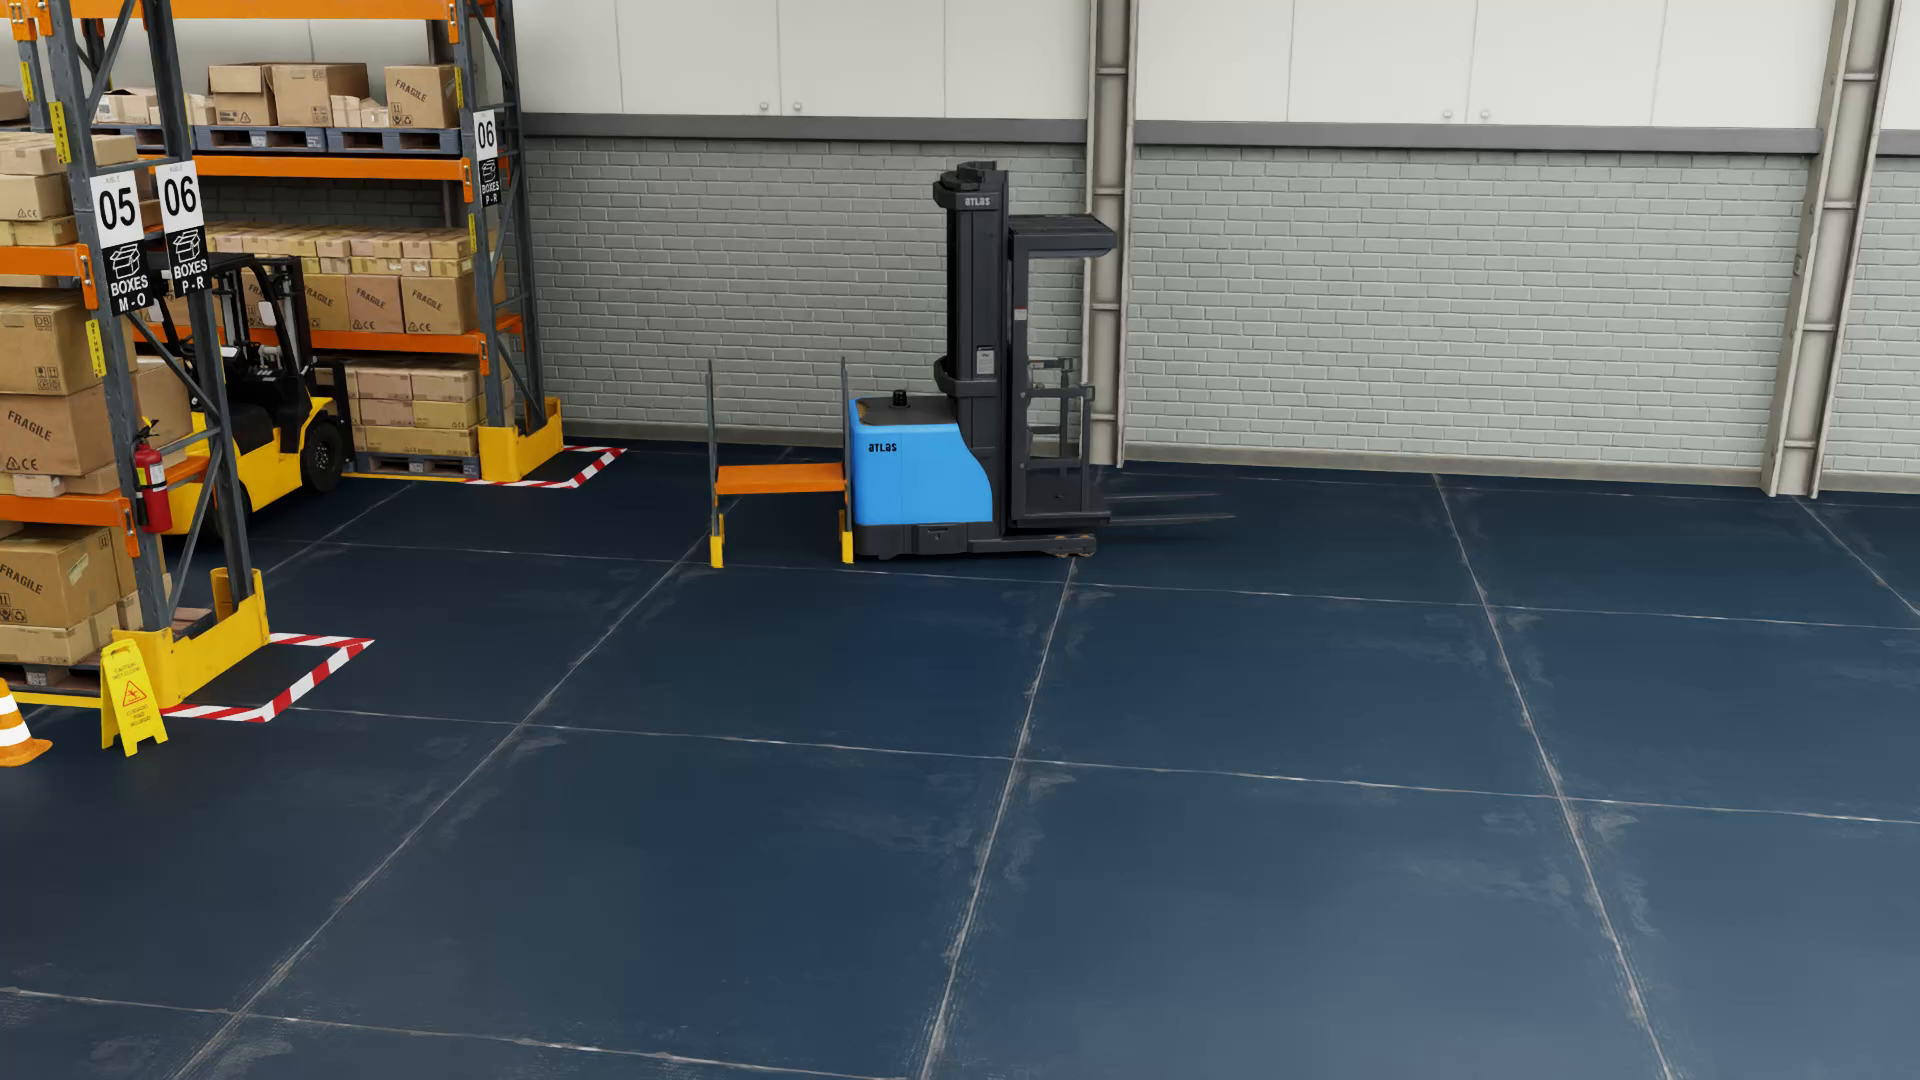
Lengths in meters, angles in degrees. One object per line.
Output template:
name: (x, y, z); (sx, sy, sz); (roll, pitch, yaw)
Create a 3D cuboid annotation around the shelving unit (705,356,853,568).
shelving unit: (-1.388, -0.608, 12.756); (1.083, 1.500, 0.587); (-2, 19, -6)

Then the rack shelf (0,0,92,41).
rack shelf: (-9.985, -4.743, 15.061); (4.000, 0.370, 1.077); (3, 19, 9)

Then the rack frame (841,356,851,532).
rack frame: (-0.874, -0.626, 12.809); (0.032, 1.500, 0.500); (-2, 19, -6)

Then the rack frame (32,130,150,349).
rack frame: (-8.010, -2.328, 15.534); (0.127, 3.000, 1.000); (3, 19, 9)

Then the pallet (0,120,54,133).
pallet: (-8.883, -3.700, 15.209); (1.217, 0.209, 0.805); (2, 19, 6)

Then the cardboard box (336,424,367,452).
cardboard box: (-5.557, -1.003, 15.244); (0.500, 0.250, 0.500); (3, 19, 9)

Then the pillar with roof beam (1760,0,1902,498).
pillar with roof beam: (6.560, -3.337, 9.093); (0.400, 9.000, 9.100); (3, 19, 9)

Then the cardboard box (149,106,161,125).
cardboard box: (-6.856, -3.722, 14.548); (0.250, 0.149, 0.380); (3, 19, 10)

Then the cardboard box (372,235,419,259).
cardboard box: (-4.959, -2.582, 14.645); (0.250, 0.149, 0.380); (3, 19, 10)

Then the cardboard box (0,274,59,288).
cardboard box: (-8.535, -2.439, 15.313); (0.500, 0.250, 0.500); (3, 19, 7)

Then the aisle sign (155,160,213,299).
aisle sign: (-4.734, -1.898, 10.153); (0.004, 0.787, 0.394); (3, 19, 9)

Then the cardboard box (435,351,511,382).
cardboard box: (-4.505, -1.580, 15.393); (0.500, 0.250, 0.500); (3, 19, 8)

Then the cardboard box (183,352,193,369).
cardboard box: (-7.079, -1.546, 15.292); (0.500, 0.250, 0.500); (3, 19, 9)

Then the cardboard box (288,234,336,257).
cardboard box: (-5.724, -2.608, 14.721); (0.250, 0.149, 0.380); (3, 19, 10)

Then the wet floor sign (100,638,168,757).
wet floor sign: (-4.826, 0.890, 9.627); (0.232, 0.644, 0.267); (10, 21, 27)

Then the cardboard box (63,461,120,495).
cardboard box: (-5.248, -0.404, 10.180); (0.250, 0.149, 0.380); (4, 19, 10)

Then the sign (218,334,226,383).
sign: (-4.758, -1.152, 10.655); (0.005, 0.325, 0.100); (3, 19, 9)

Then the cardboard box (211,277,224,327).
cardboard box: (-6.596, -2.225, 15.069); (0.500, 0.500, 0.500); (3, 19, 8)

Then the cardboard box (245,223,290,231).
cardboard box: (-6.388, -2.828, 15.380); (0.250, 0.149, 0.380); (3, 19, 8)

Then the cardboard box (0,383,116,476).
cardboard box: (-5.424, -0.701, 10.045); (0.500, 0.500, 0.500); (3, 19, 8)

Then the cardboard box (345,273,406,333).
cardboard box: (-5.099, -2.146, 14.831); (0.500, 0.500, 0.500); (4, 19, 10)

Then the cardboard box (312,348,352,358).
cardboard box: (-5.996, -1.660, 15.633); (0.500, 0.250, 0.500); (3, 19, 8)

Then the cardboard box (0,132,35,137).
cardboard box: (-5.887, -2.410, 10.192); (0.250, 0.149, 0.380); (3, 19, 8)

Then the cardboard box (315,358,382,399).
cardboard box: (-5.570, -1.468, 15.059); (0.500, 0.250, 0.500); (3, 19, 9)

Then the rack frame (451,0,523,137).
rack frame: (-4.061, -4.972, 13.980); (0.127, 3.000, 1.000); (3, 19, 9)

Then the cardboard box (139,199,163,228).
cardboard box: (-5.120, -1.993, 10.202); (0.250, 0.149, 0.380); (3, 19, 9)

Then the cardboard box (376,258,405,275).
cardboard box: (-4.951, -2.447, 14.710); (0.250, 0.149, 0.380); (3, 19, 10)

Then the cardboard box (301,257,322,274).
cardboard box: (-5.718, -2.468, 14.773); (0.250, 0.149, 0.380); (3, 19, 9)

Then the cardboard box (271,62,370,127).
cardboard box: (-5.532, -3.872, 14.444); (0.500, 0.500, 0.700); (3, 19, 9)

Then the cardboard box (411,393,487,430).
cardboard box: (-4.591, -1.186, 15.003); (0.500, 0.250, 0.500); (3, 19, 8)

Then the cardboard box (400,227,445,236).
cardboard box: (-4.874, -2.739, 15.114); (0.250, 0.149, 0.380); (3, 19, 10)

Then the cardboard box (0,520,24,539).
cardboard box: (-6.050, -0.086, 10.301); (0.250, 0.149, 0.380); (3, 19, 10)

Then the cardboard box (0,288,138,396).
cardboard box: (-5.383, -1.192, 9.935); (0.500, 0.500, 0.700); (2, 19, 7)

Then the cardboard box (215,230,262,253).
cardboard box: (-6.458, -2.675, 14.923); (0.250, 0.149, 0.380); (3, 19, 8)

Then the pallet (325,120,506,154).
pallet: (-4.755, -3.551, 14.601); (1.213, 0.211, 1.003); (3, 19, 9)

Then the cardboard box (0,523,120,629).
cardboard box: (-5.677, 0.219, 10.411); (0.500, 0.500, 0.500); (3, 19, 9)

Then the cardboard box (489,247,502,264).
cardboard box: (-4.354, -2.580, 15.108); (0.250, 0.149, 0.380); (2, 19, 7)

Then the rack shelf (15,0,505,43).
rack shelf: (-6.035, -4.542, 14.459); (4.000, 0.370, 1.077); (3, 19, 9)

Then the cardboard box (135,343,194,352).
cardboard box: (-7.494, -1.733, 15.852); (0.500, 0.250, 0.500); (3, 19, 10)

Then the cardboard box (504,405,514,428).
cardboard box: (-4.515, -1.108, 15.559); (0.500, 0.250, 0.500); (3, 19, 9)

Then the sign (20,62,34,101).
sign: (-8.087, -3.975, 14.417); (0.005, 0.325, 0.100); (3, 19, 9)

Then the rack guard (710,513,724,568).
rack guard: (-1.883, 0.002, 12.903); (0.087, 0.250, 0.587); (-2, 19, -6)

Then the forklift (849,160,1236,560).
forklift: (0.642, -1.417, 12.919); (3.031, 2.935, 1.130); (-2, 19, -6)

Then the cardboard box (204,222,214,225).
cardboard box: (-7.142, -2.868, 15.499); (0.250, 0.149, 0.380); (3, 19, 8)

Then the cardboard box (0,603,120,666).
cardboard box: (-5.709, 0.576, 10.527); (0.500, 0.250, 0.500); (3, 19, 8)

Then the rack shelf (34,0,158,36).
rack shelf: (-6.819, -3.175, 9.748); (4.000, 0.370, 1.077); (3, 19, 9)

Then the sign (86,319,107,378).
sign: (-4.952, -1.098, 9.534); (0.005, 0.325, 0.100); (3, 19, 9)

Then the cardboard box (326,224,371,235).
cardboard box: (-5.624, -2.806, 15.314); (0.250, 0.149, 0.380); (2, 19, 7)

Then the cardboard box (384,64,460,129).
cardboard box: (-4.536, -3.789, 14.196); (0.500, 0.500, 0.500); (4, 19, 10)

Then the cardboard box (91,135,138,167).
cardboard box: (-5.163, -2.335, 9.966); (0.250, 0.149, 0.380); (3, 19, 8)
